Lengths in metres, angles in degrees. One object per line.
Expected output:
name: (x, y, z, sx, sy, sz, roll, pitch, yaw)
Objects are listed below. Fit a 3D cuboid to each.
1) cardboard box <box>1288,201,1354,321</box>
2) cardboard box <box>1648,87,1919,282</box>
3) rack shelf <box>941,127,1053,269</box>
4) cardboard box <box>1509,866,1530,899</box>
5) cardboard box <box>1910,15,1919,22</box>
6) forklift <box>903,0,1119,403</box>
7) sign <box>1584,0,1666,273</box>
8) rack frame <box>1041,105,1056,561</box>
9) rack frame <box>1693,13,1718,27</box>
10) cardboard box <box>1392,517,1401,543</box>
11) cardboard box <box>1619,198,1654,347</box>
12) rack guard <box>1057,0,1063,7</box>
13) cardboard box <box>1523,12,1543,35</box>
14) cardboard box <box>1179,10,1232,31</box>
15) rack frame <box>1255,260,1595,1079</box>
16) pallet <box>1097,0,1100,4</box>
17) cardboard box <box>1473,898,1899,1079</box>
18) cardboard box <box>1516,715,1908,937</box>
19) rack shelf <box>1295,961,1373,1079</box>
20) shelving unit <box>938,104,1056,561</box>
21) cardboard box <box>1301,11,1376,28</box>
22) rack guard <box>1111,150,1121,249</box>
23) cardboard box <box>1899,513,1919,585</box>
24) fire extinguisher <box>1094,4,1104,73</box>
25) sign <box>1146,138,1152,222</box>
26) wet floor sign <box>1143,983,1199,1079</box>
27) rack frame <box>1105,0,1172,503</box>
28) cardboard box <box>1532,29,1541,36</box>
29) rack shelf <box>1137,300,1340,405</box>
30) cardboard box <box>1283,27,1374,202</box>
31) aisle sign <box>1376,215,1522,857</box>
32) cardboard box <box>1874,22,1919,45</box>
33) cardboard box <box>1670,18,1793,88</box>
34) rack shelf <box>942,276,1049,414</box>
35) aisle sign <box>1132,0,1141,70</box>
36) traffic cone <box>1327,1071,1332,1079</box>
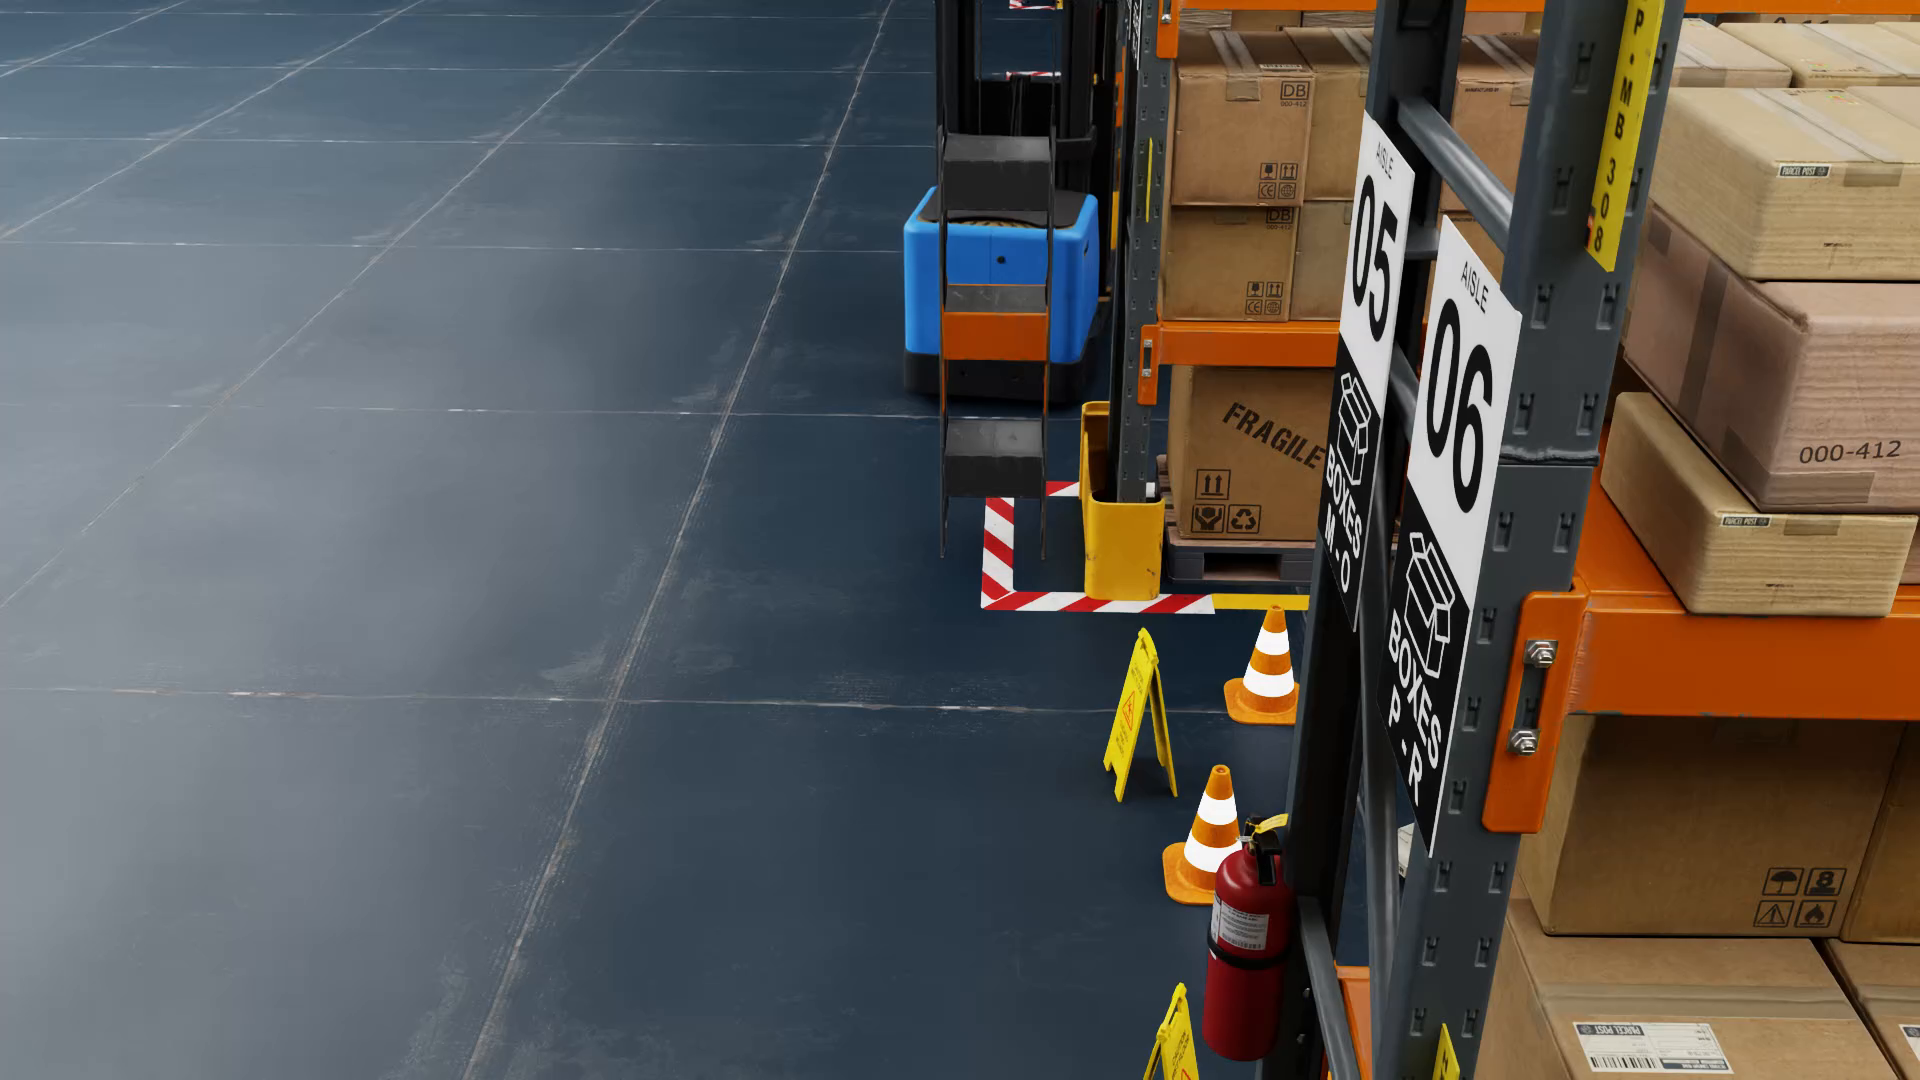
cardboard box: (1.724, -1.400, 7.528, 0.550, 0.550, 0.875, 1, 28, 2)
cardboard box: (1.075, -0.464, 2.137, 0.250, 0.149, 0.380, 1, 28, 1)
rack shelf: (0.165, -1.531, 7.432, 0.480, 0.518, 0.431, 1, 28, 2)
cardboard box: (1.279, 0.706, 3.292, 0.500, 0.500, 0.500, 0, 28, 1)
cardboard box: (6.810, -3.817, 11.689, 0.637, 0.503, 0.797, 4, 28, 7)
forklift: (0.440, -2.757, 10.321, 1.130, 2.935, 3.031, 5, 28, 9)
sign: (0.708, -0.456, 1.772, 0.005, 0.325, 0.100, 1, 28, 2)
rack frame: (0.409, -0.921, 7.745, 0.015, 2.100, 0.400, 1, 28, 2)
rack frame: (5.074, -3.571, 11.784, 0.127, 3.000, 1.000, 1, 28, 2)
cardboard box: (2.360, -0.570, 7.943, 0.875, 0.875, 0.875, 1, 28, 1)
cardboard box: (1.248, -0.507, 2.643, 0.500, 0.250, 0.500, 1, 28, 1)
rack guard: (1.406, -7.170, 21.242, 0.348, 0.500, 1.175, 1, 28, 2)
cardboard box: (4.128, -3.808, 11.806, 0.500, 0.500, 0.875, 1, 28, 2)
cardboard box: (1.625, -3.791, 11.774, 0.500, 0.500, 0.875, 1, 28, 2)
rack frame: (0.727, 1.001, 3.158, 0.127, 3.000, 1.000, 1, 28, 2)
pallet: (2.196, -7.049, 21.322, 1.213, 0.211, 1.003, 1, 28, 2)
cardboard box: (1.191, 0.963, 2.806, 0.500, 0.500, 0.500, 1, 28, 1)
cardboard box: (1.245, 0.290, 3.008, 0.500, 0.500, 0.700, 0, 28, 1)
rack shelf: (2.726, 1.352, 3.265, 4.000, 0.370, 1.077, 1, 28, 2)
shelving unit: (0.165, -0.925, 7.753, 0.503, 2.100, 0.431, 1, 28, 2)
cardboard box: (2.628, -3.810, 11.811, 0.500, 0.500, 0.875, 1, 28, 2)
rack guard: (1.153, -2.532, 12.492, 0.348, 0.500, 1.175, 1, 28, 2)
cardboard box: (1.313, -0.093, 2.288, 0.250, 0.149, 0.380, 0, 28, 0)
fire extinguisher: (0.979, -3.821, 12.337, 0.183, 0.674, 0.296, 1, 28, 2)
sign: (0.775, -1.475, 6.821, 0.005, 0.325, 0.100, 1, 28, 2)
wet floor sign: (0.575, 1.538, 4.661, 0.232, 0.644, 0.267, 11, 30, 19)
rack frame: (0.801, -1.317, 7.532, 0.127, 3.000, 1.000, 1, 28, 2)
cardboard box: (2.812, -1.850, 7.224, 0.500, 0.550, 0.875, 1, 28, 2)
rack shelf: (2.799, -0.966, 7.639, 4.000, 0.370, 1.077, 1, 28, 2)
cardboard box: (1.723, -1.871, 7.263, 0.550, 0.550, 0.875, 1, 28, 2)
aisle sign: (0.654, -0.003, 2.278, 0.004, 0.787, 0.394, 1, 28, 2)
cardboard box: (1.587, -0.680, 2.544, 0.250, 0.149, 0.380, 1, 28, 1)
cardboard box: (1.075, -0.698, 2.578, 0.250, 0.149, 0.380, 1, 28, 2)
rack shelf: (0.165, -0.913, 7.759, 0.480, 0.518, 0.431, 1, 28, 2)
aisle sign: (0.719, -2.327, 6.661, 0.004, 0.787, 0.394, 1, 28, 2)
traffic cone: (1.202, 1.525, 4.878, 0.334, 0.463, 0.336, 1, 28, 2)
